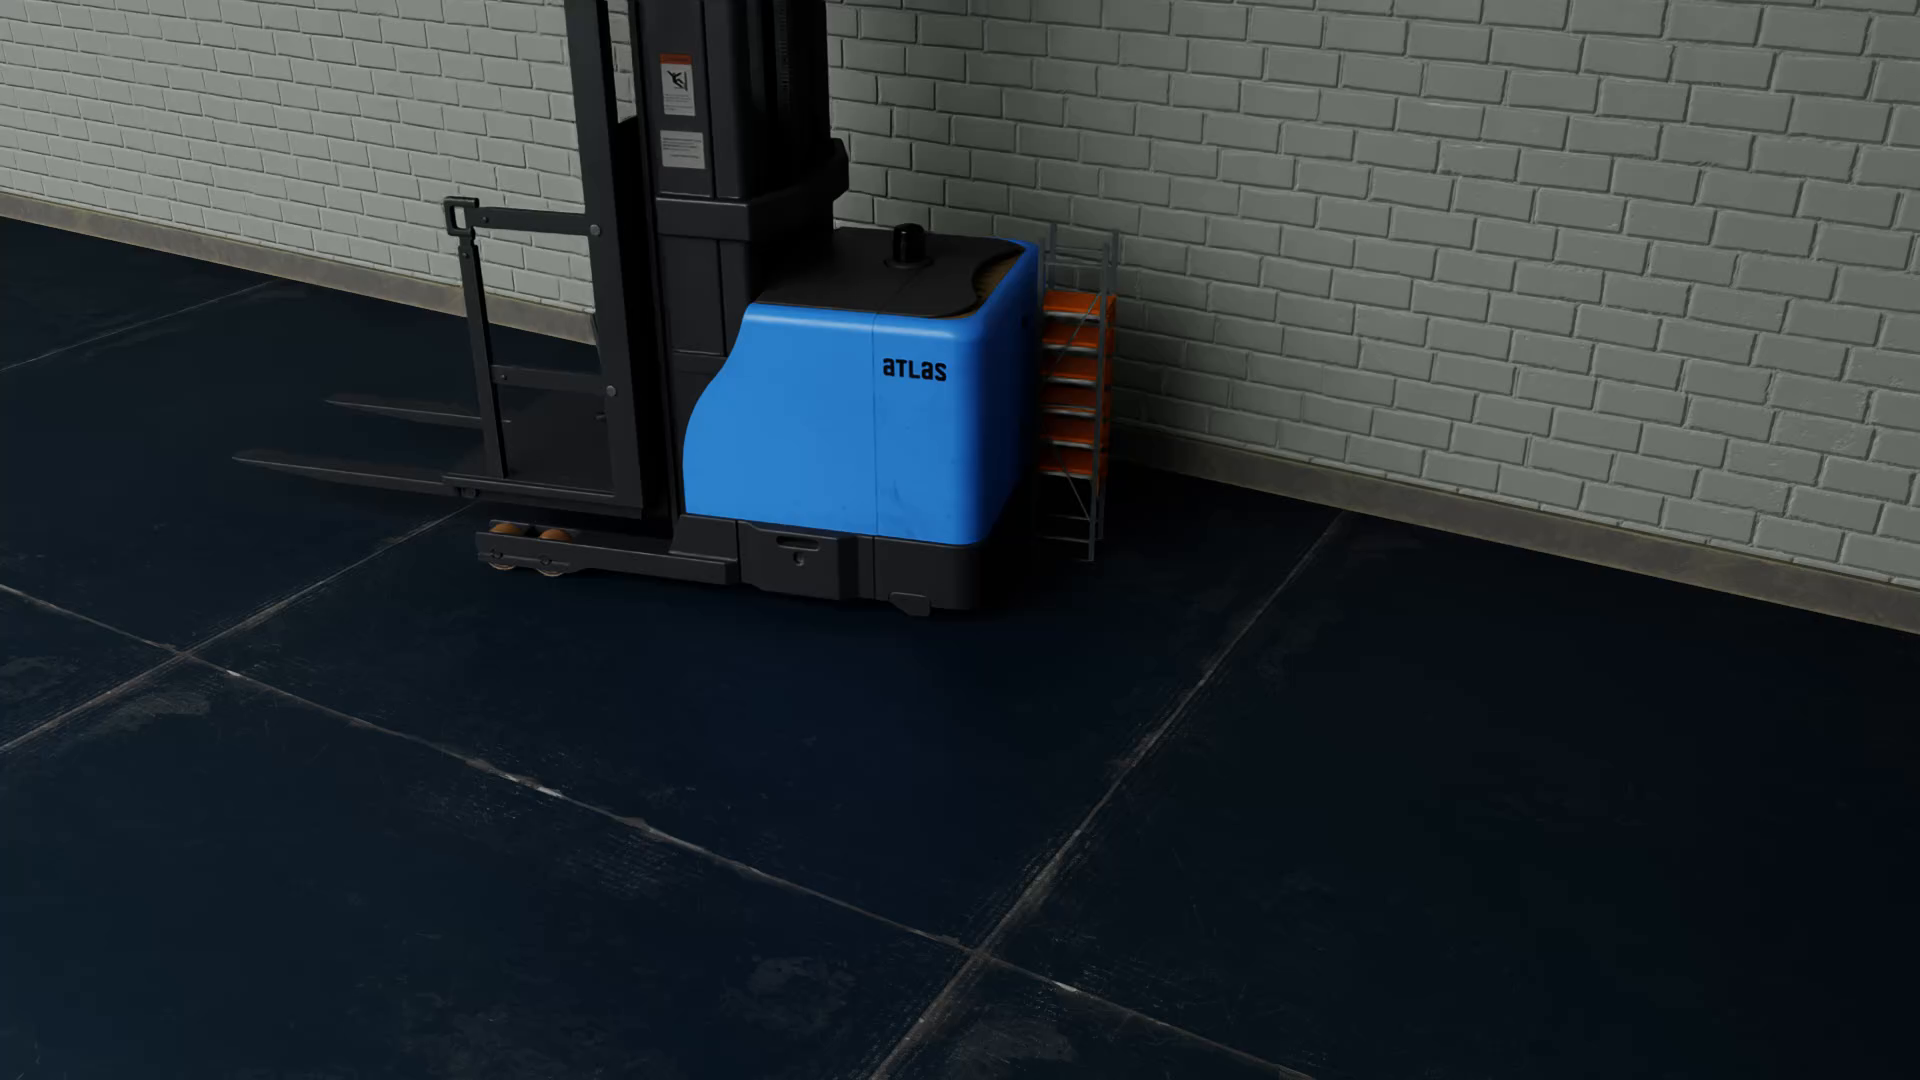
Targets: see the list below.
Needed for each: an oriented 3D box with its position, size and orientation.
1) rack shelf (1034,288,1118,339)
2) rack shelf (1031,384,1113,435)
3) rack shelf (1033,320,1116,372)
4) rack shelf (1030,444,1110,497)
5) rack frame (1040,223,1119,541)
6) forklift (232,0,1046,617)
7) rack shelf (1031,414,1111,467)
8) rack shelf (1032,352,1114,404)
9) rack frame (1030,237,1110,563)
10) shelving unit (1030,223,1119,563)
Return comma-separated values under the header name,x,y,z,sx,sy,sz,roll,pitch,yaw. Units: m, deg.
name,x,y,z,sx,sy,sz,roll,pitch,yaw
rack shelf,0.404,-0.789,5.779,0.258,0.103,0.180,7,27,13
rack shelf,0.401,-0.468,5.941,0.258,0.103,0.180,7,27,13
rack shelf,0.403,-0.682,5.833,0.258,0.103,0.180,7,27,13
rack shelf,0.399,-0.253,6.049,0.258,0.103,0.180,7,27,13
rack frame,0.425,-0.547,6.000,0.240,1.200,0.006,7,27,13
forklift,-1.252,-1.398,5.769,3.031,2.935,1.130,7,27,13
rack shelf,0.400,-0.361,5.995,0.258,0.103,0.180,7,27,13
rack shelf,0.402,-0.575,5.887,0.258,0.103,0.180,7,27,13
rack frame,0.378,-0.468,5.842,0.240,1.200,0.006,7,27,13
shelving unit,0.401,-0.508,5.921,0.258,1.200,0.189,7,27,13
